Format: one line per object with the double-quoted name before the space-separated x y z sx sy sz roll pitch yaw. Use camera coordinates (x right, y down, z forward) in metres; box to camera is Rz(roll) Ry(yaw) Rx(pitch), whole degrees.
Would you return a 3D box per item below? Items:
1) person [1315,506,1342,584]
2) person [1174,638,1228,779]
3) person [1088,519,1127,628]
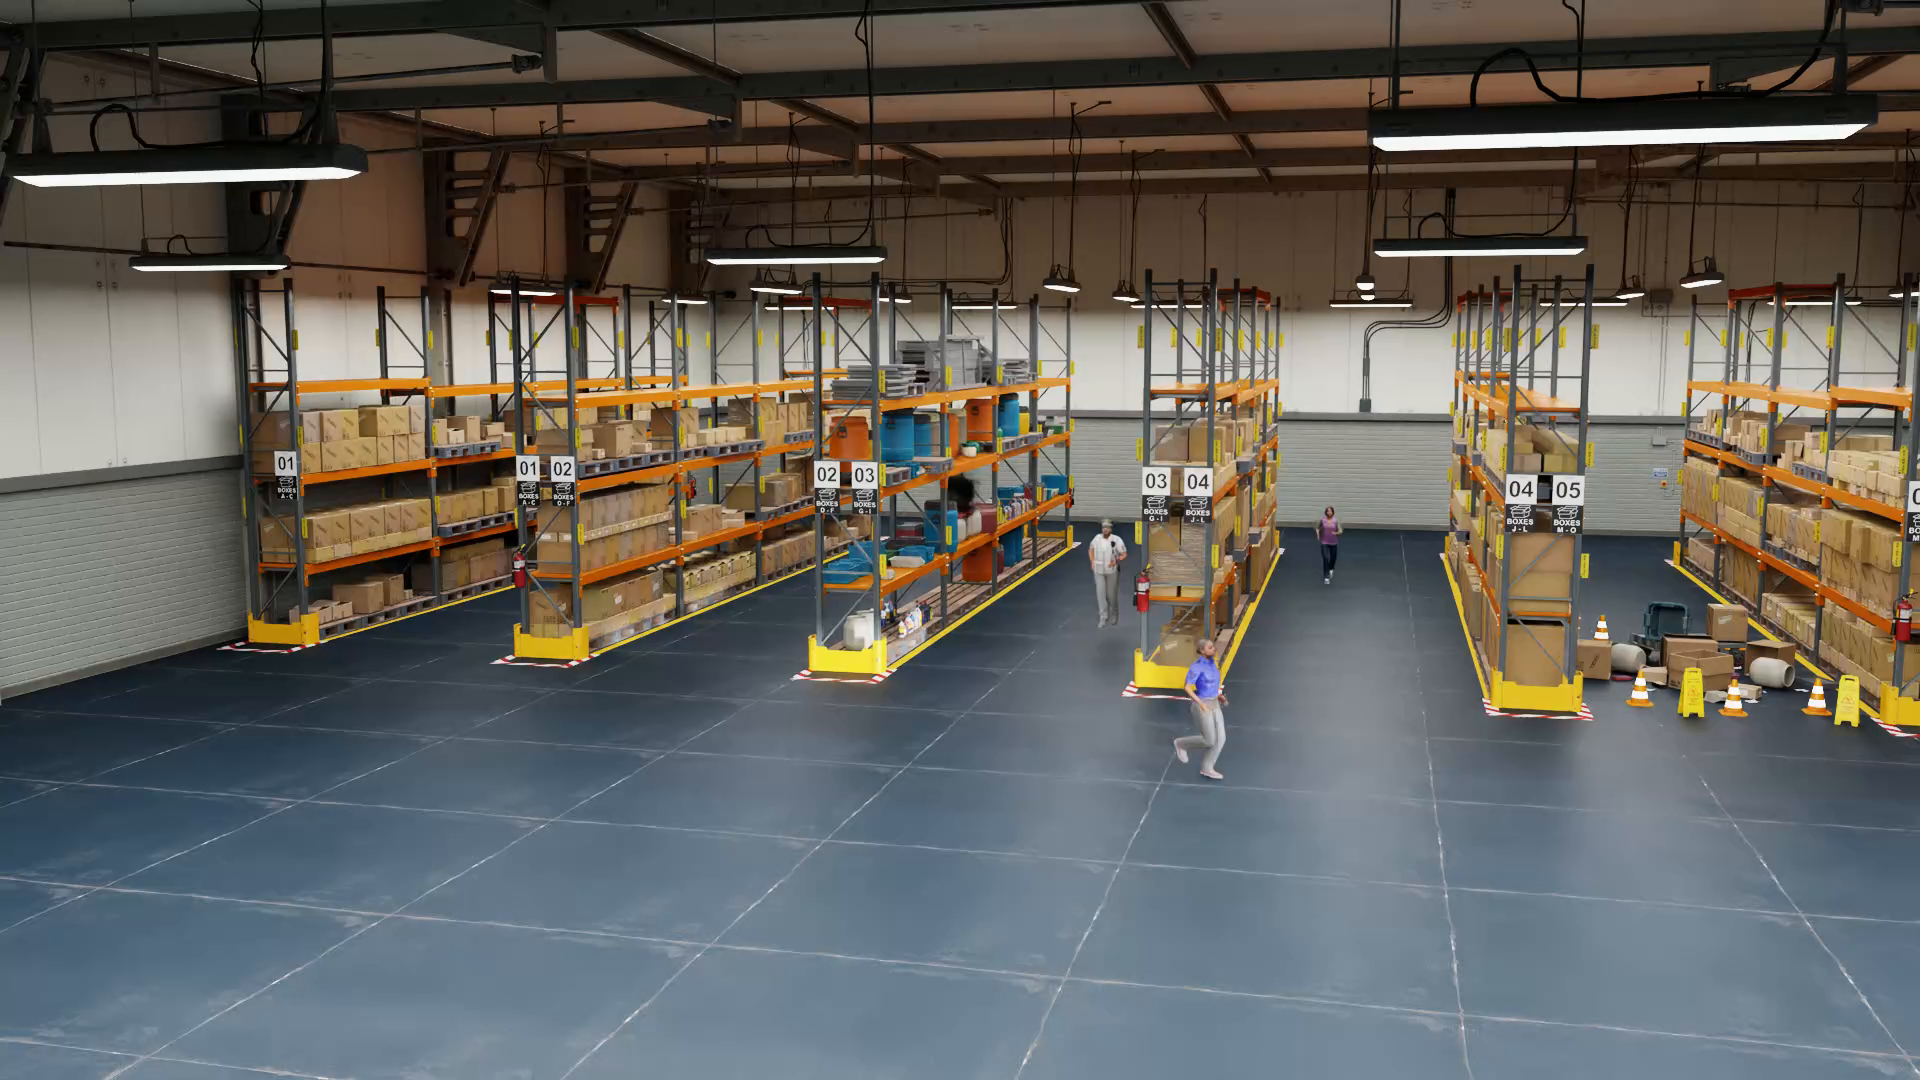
"person" 7.618 0.088 34.378 0.544 1.575 0.864 1 7 9
"person" 2.787 1.924 19.159 0.592 1.616 0.581 6 9 40
"person" 2.427 0.546 27.583 0.672 1.825 0.765 2 7 16
